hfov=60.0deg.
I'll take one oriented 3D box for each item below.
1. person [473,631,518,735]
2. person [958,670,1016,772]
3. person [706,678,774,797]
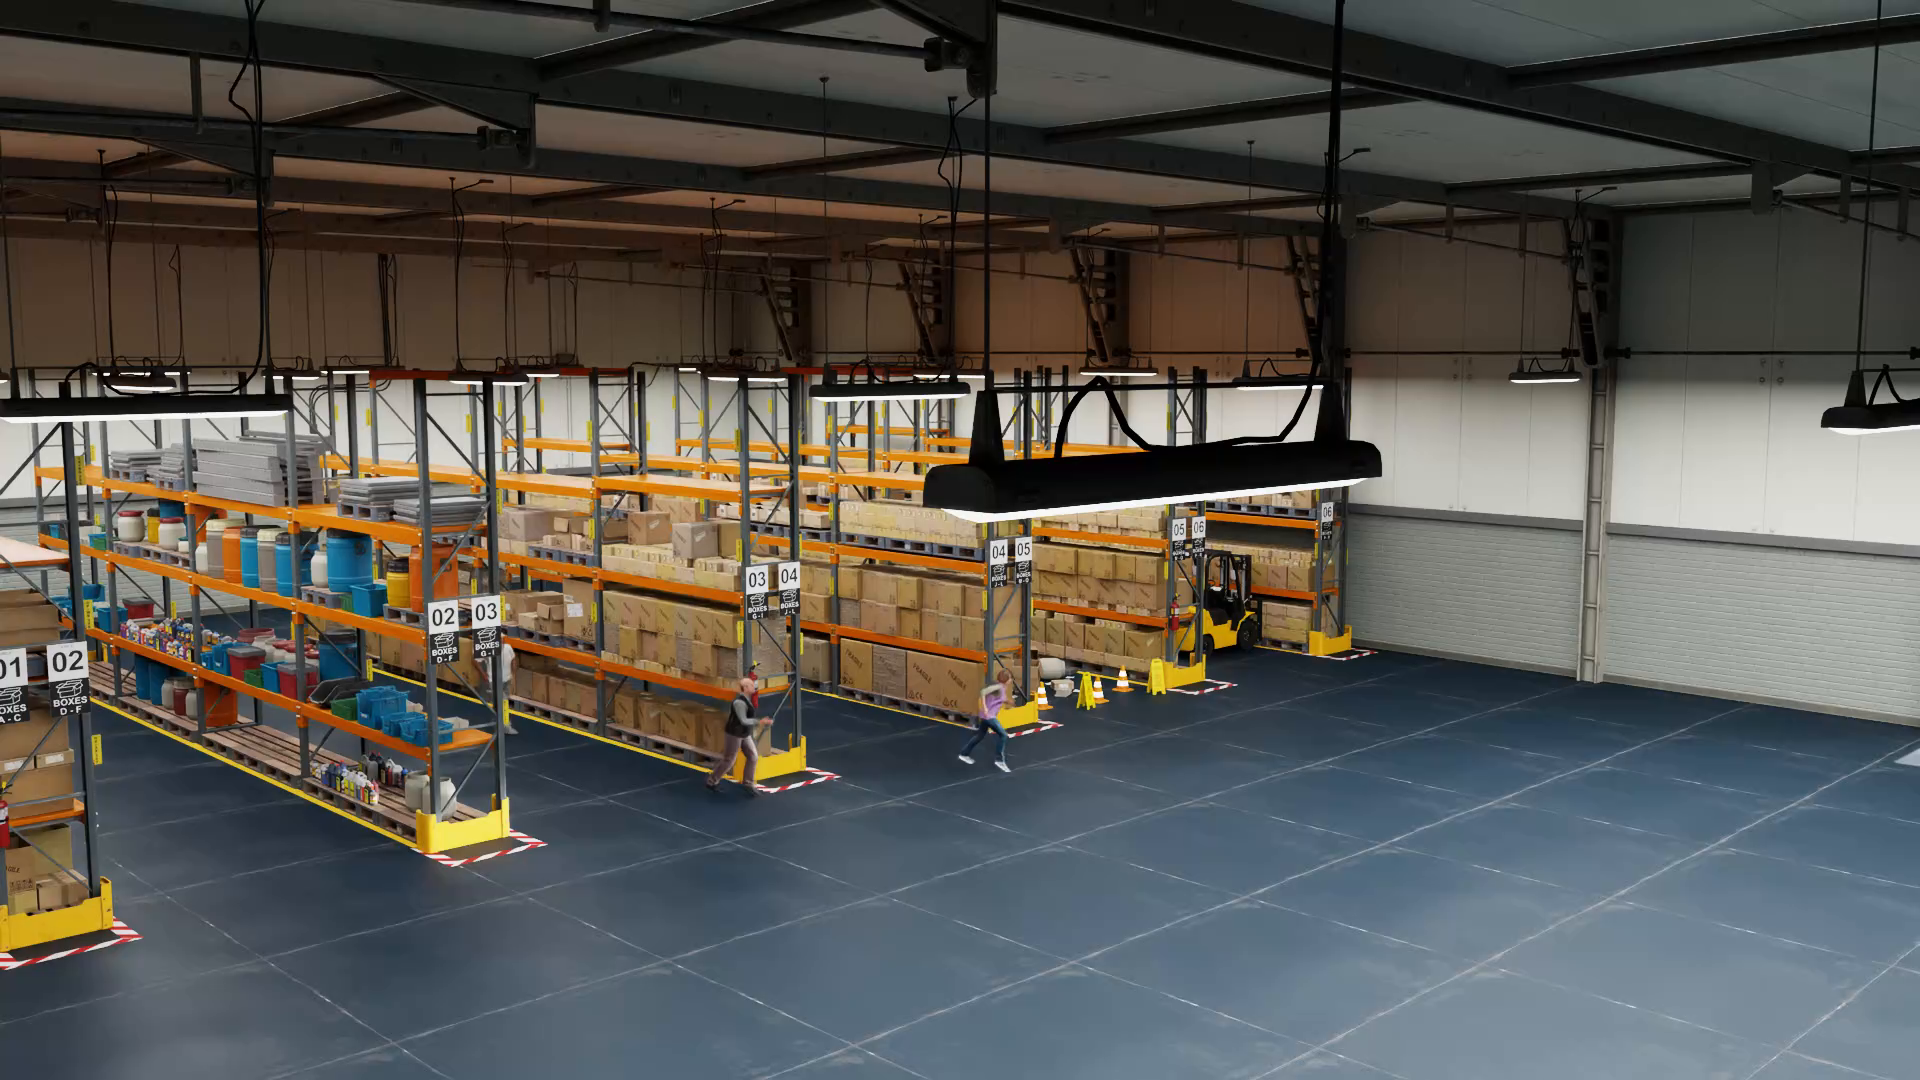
[{"bbox_3d":[-7.670,2.335,27.612,0.870,1.738,0.695,6,9,41],"label":"person"},{"bbox_3d":[0.407,2.755,25.210,0.878,1.533,0.567,1,7,8],"label":"person"},{"bbox_3d":[-3.119,2.824,23.637,1.028,1.757,0.599,1,7,9],"label":"person"}]
